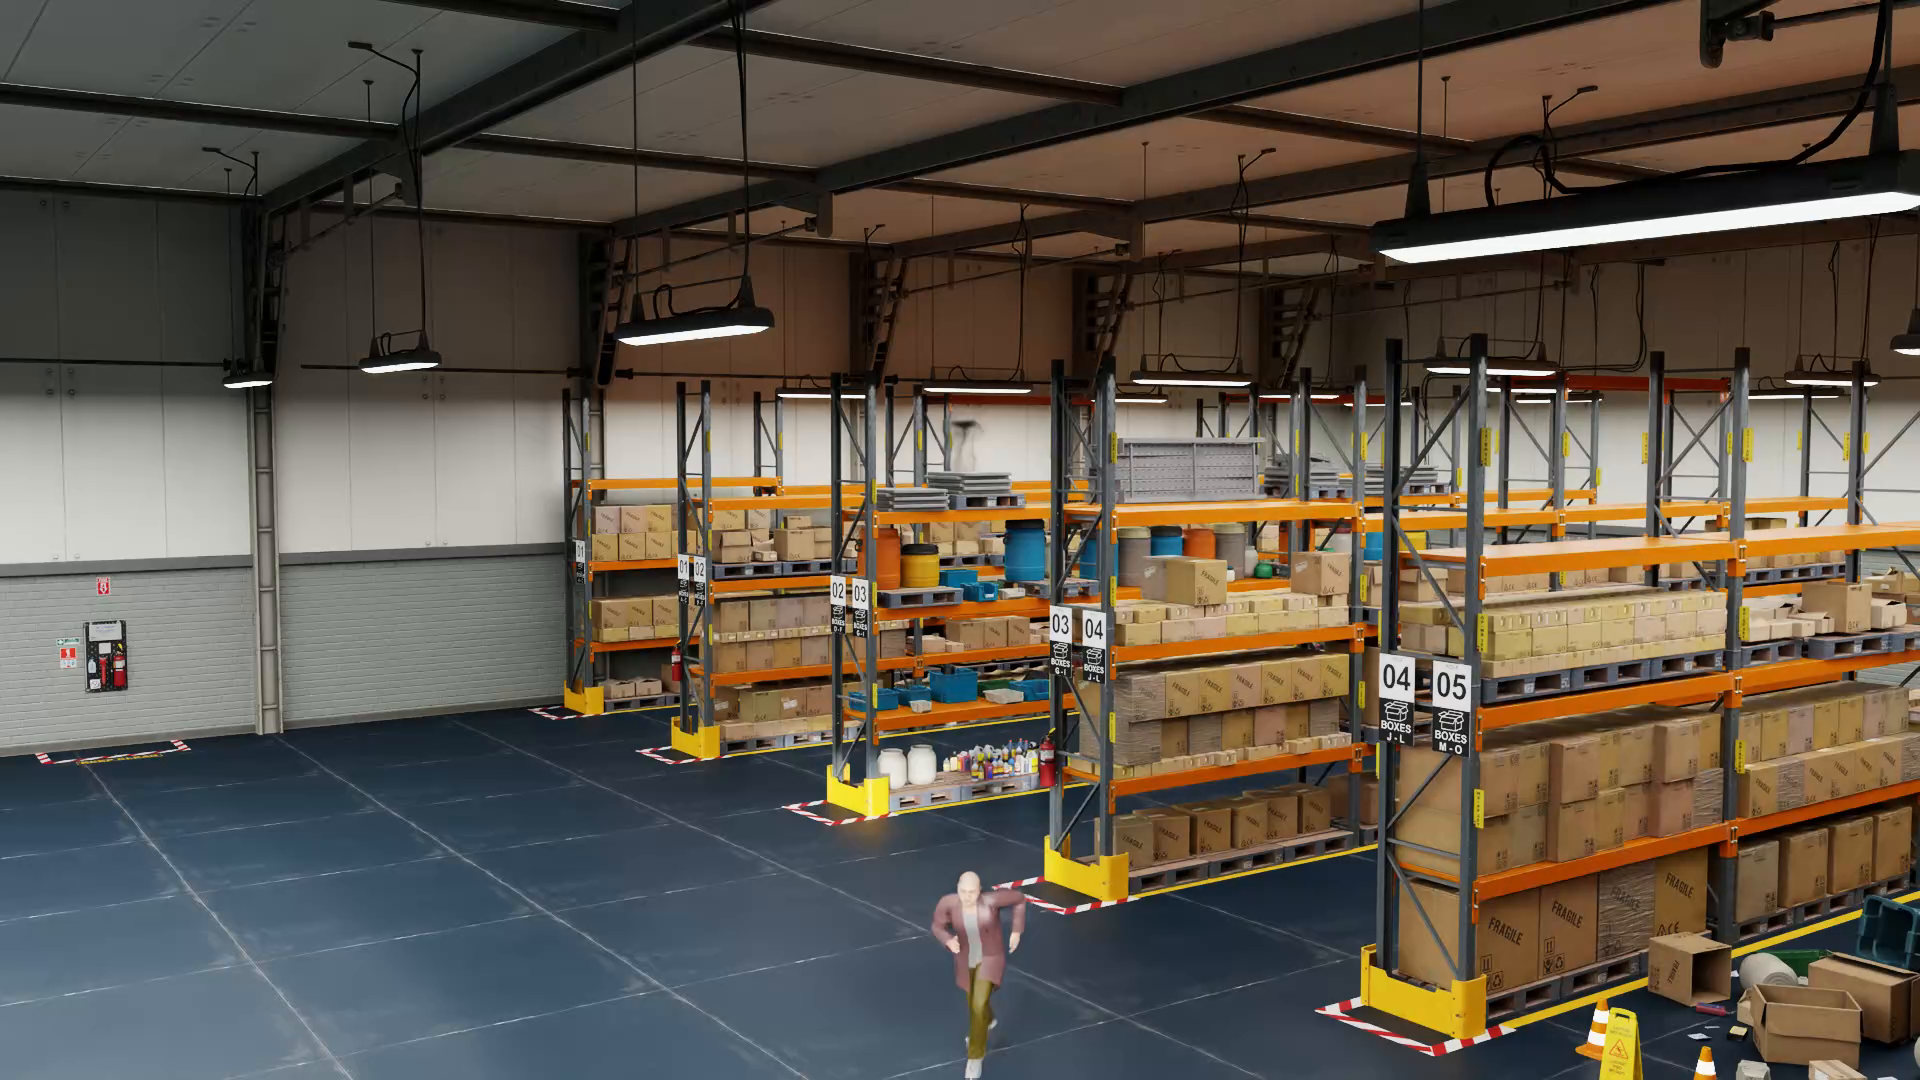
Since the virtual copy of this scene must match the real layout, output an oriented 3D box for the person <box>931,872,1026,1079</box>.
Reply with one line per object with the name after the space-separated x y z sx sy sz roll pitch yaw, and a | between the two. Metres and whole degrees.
0.171 3.483 13.599 0.753 1.736 1.070 1 4 13 | person
